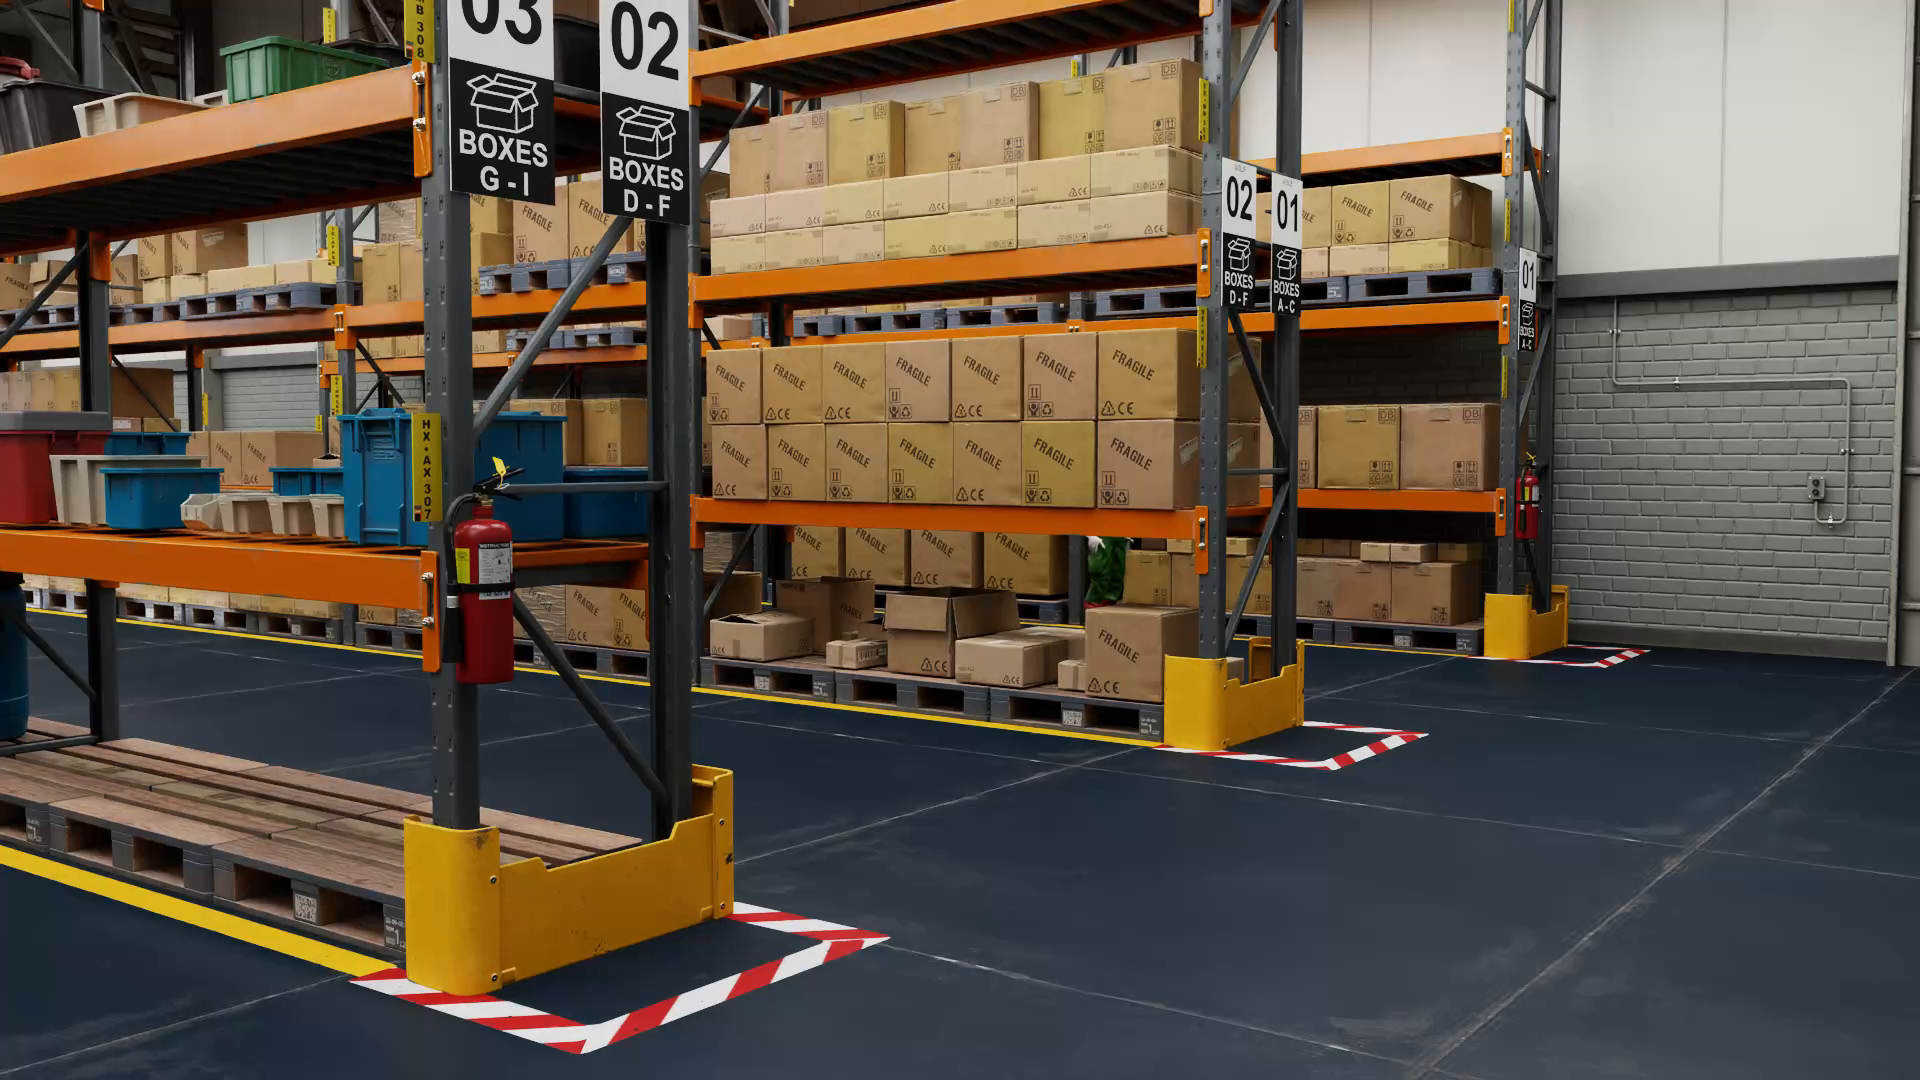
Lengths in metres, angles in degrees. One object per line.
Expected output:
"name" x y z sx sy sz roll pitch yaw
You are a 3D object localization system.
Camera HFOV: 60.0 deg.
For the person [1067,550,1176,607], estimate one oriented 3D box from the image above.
"person" 1.372 0.493 14.027 0.963 0.811 0.524 2 4 34
